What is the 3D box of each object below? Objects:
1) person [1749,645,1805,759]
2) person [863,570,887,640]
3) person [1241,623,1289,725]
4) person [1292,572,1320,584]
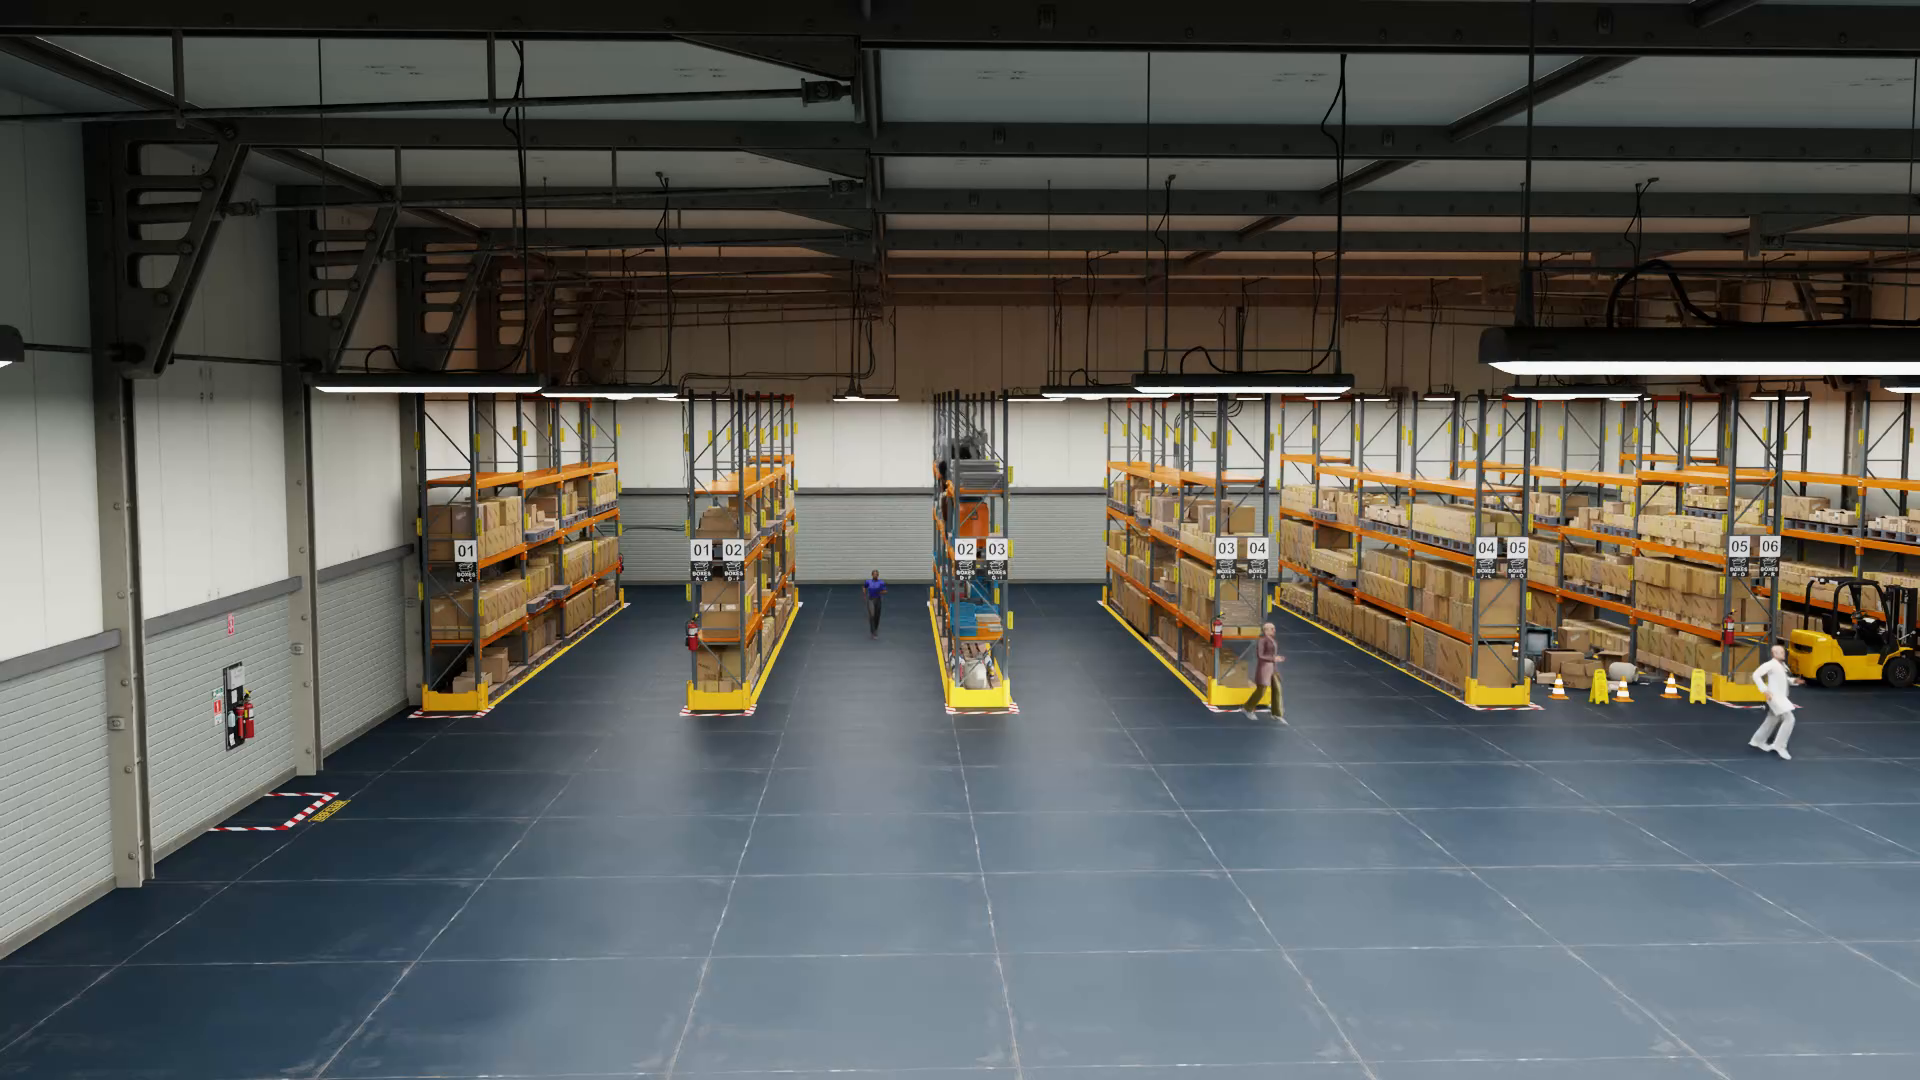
[{"bbox_3d":[13.307,2.633,27.087,0.823,1.840,0.674,4,6,41],"label":"person"},{"bbox_3d":[-2.084,1.566,40.736,0.547,1.704,0.863,-1,5,-11],"label":"person"},{"bbox_3d":[5.501,2.397,29.924,0.878,1.843,0.734,4,6,40],"label":"person"},{"bbox_3d":[10.146,0.936,48.995,1.028,1.666,0.582,0,5,-4],"label":"person"}]
